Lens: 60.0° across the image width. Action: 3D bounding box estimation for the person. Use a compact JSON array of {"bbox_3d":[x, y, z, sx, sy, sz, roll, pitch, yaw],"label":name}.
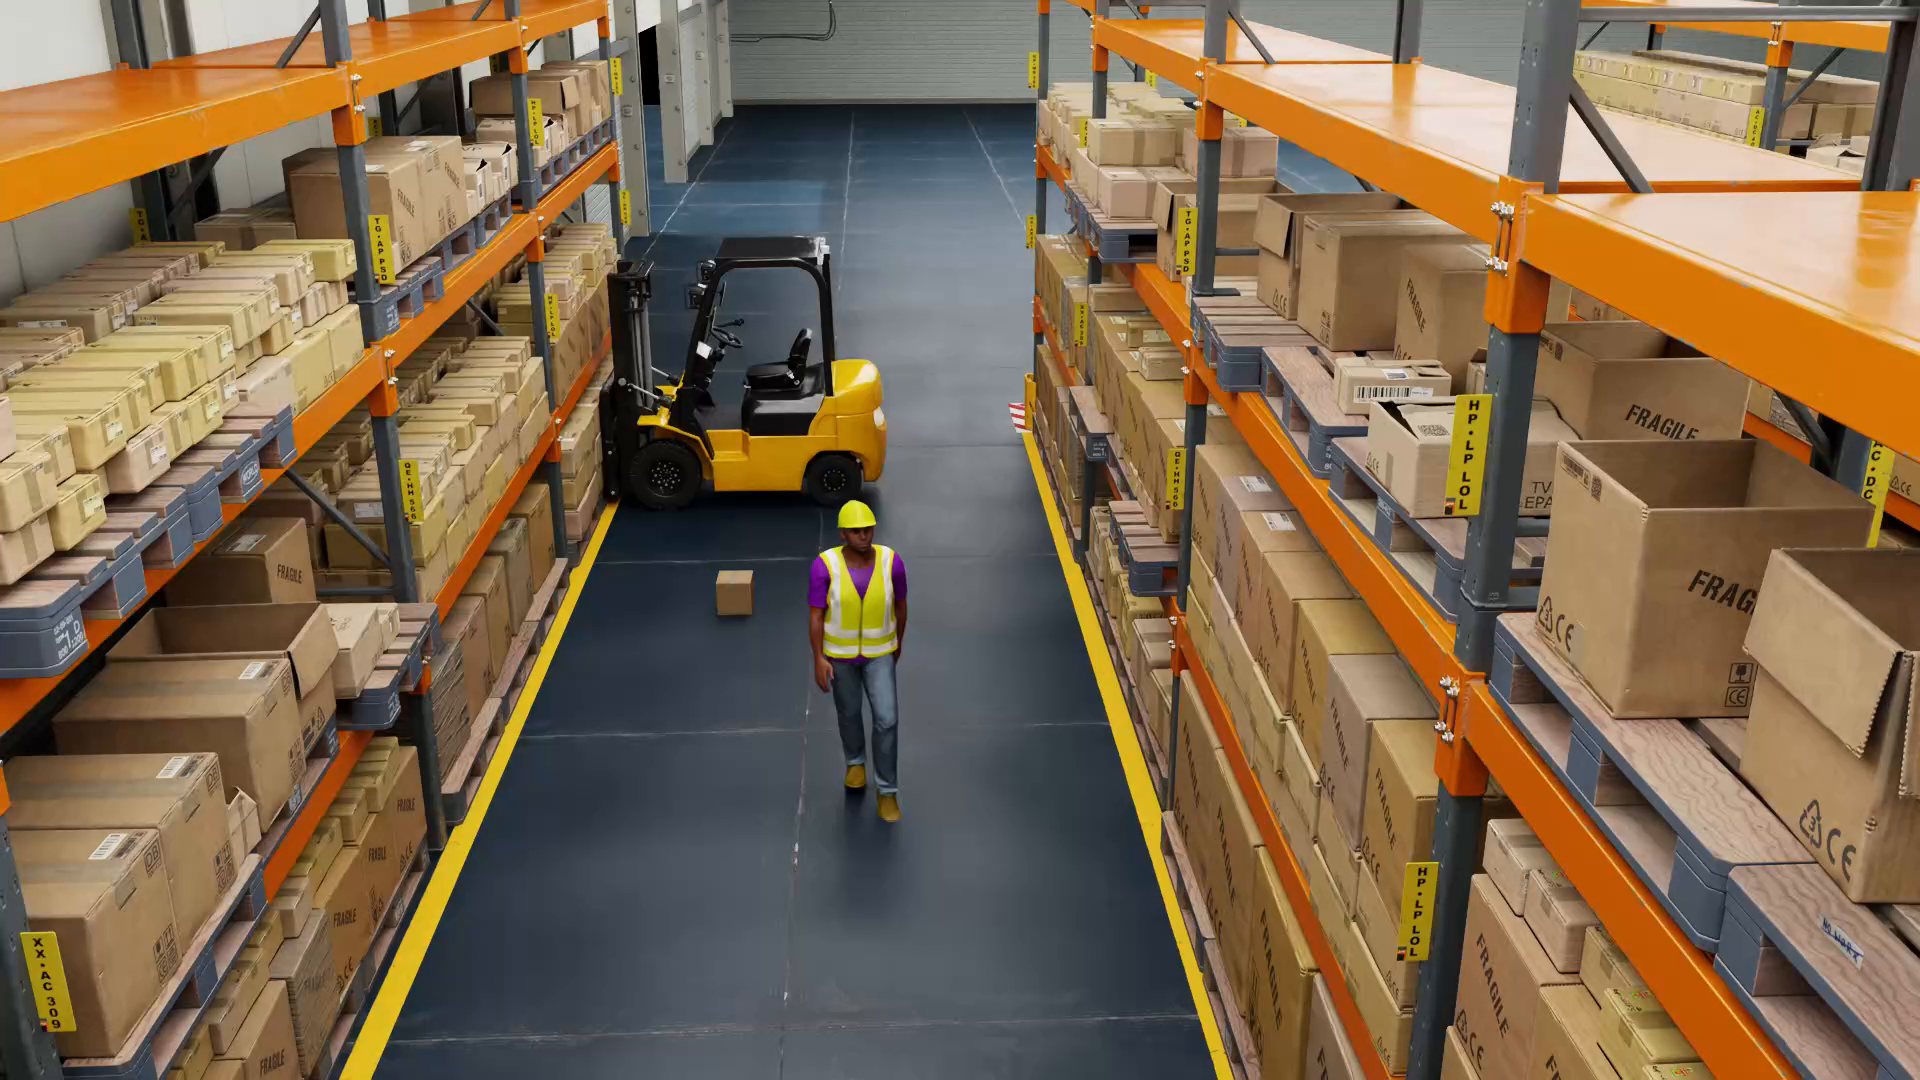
[{"bbox_3d":[-0.558,0.677,9.273,0.563,1.833,0.653,-2,20,-6],"label":"person"}]
